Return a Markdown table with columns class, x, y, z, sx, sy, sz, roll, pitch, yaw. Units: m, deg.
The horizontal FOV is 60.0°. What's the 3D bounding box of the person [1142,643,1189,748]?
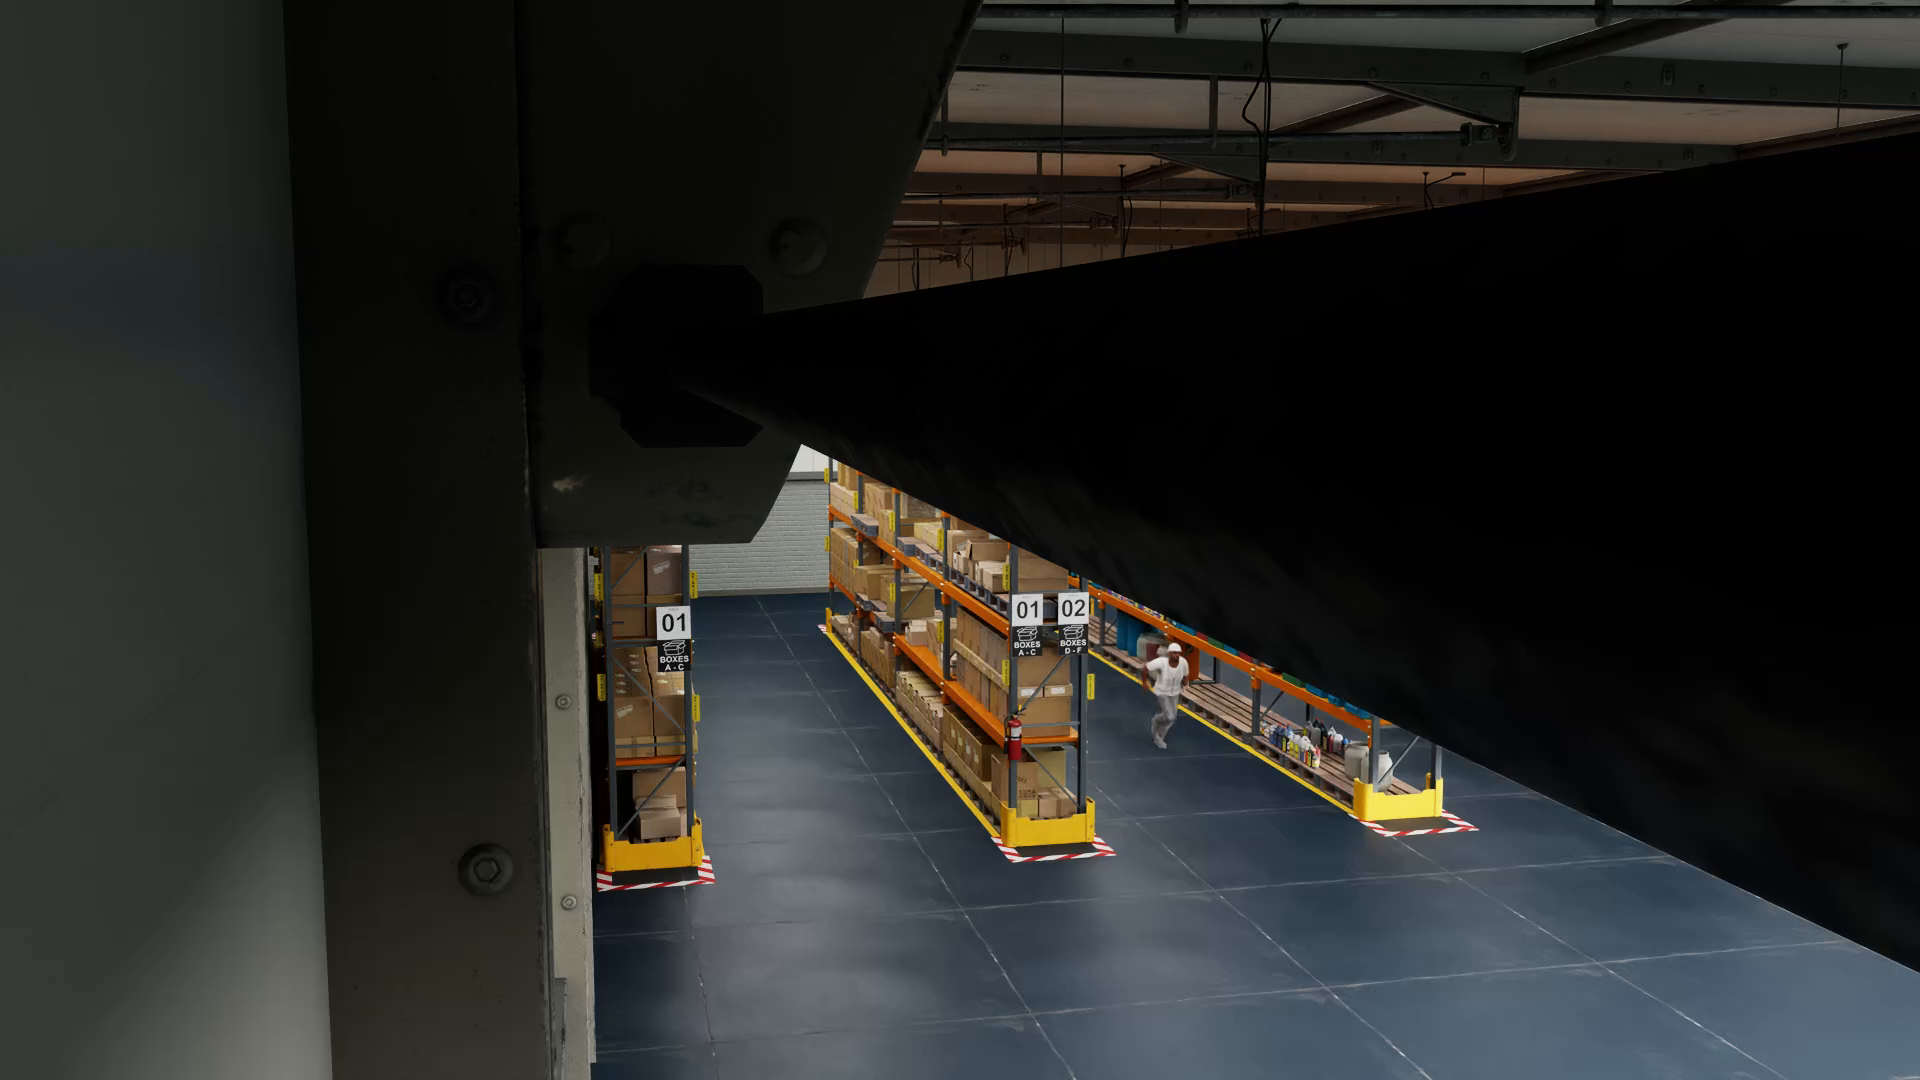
| class | x | y | z | sx | sy | sz | roll | pitch | yaw |
| --- | --- | --- | --- | --- | --- | --- | --- | --- | --- |
| person | 3.267 | 2.426 | 25.933 | 0.665 | 1.687 | 0.713 | -4 | 8 | -30 |
